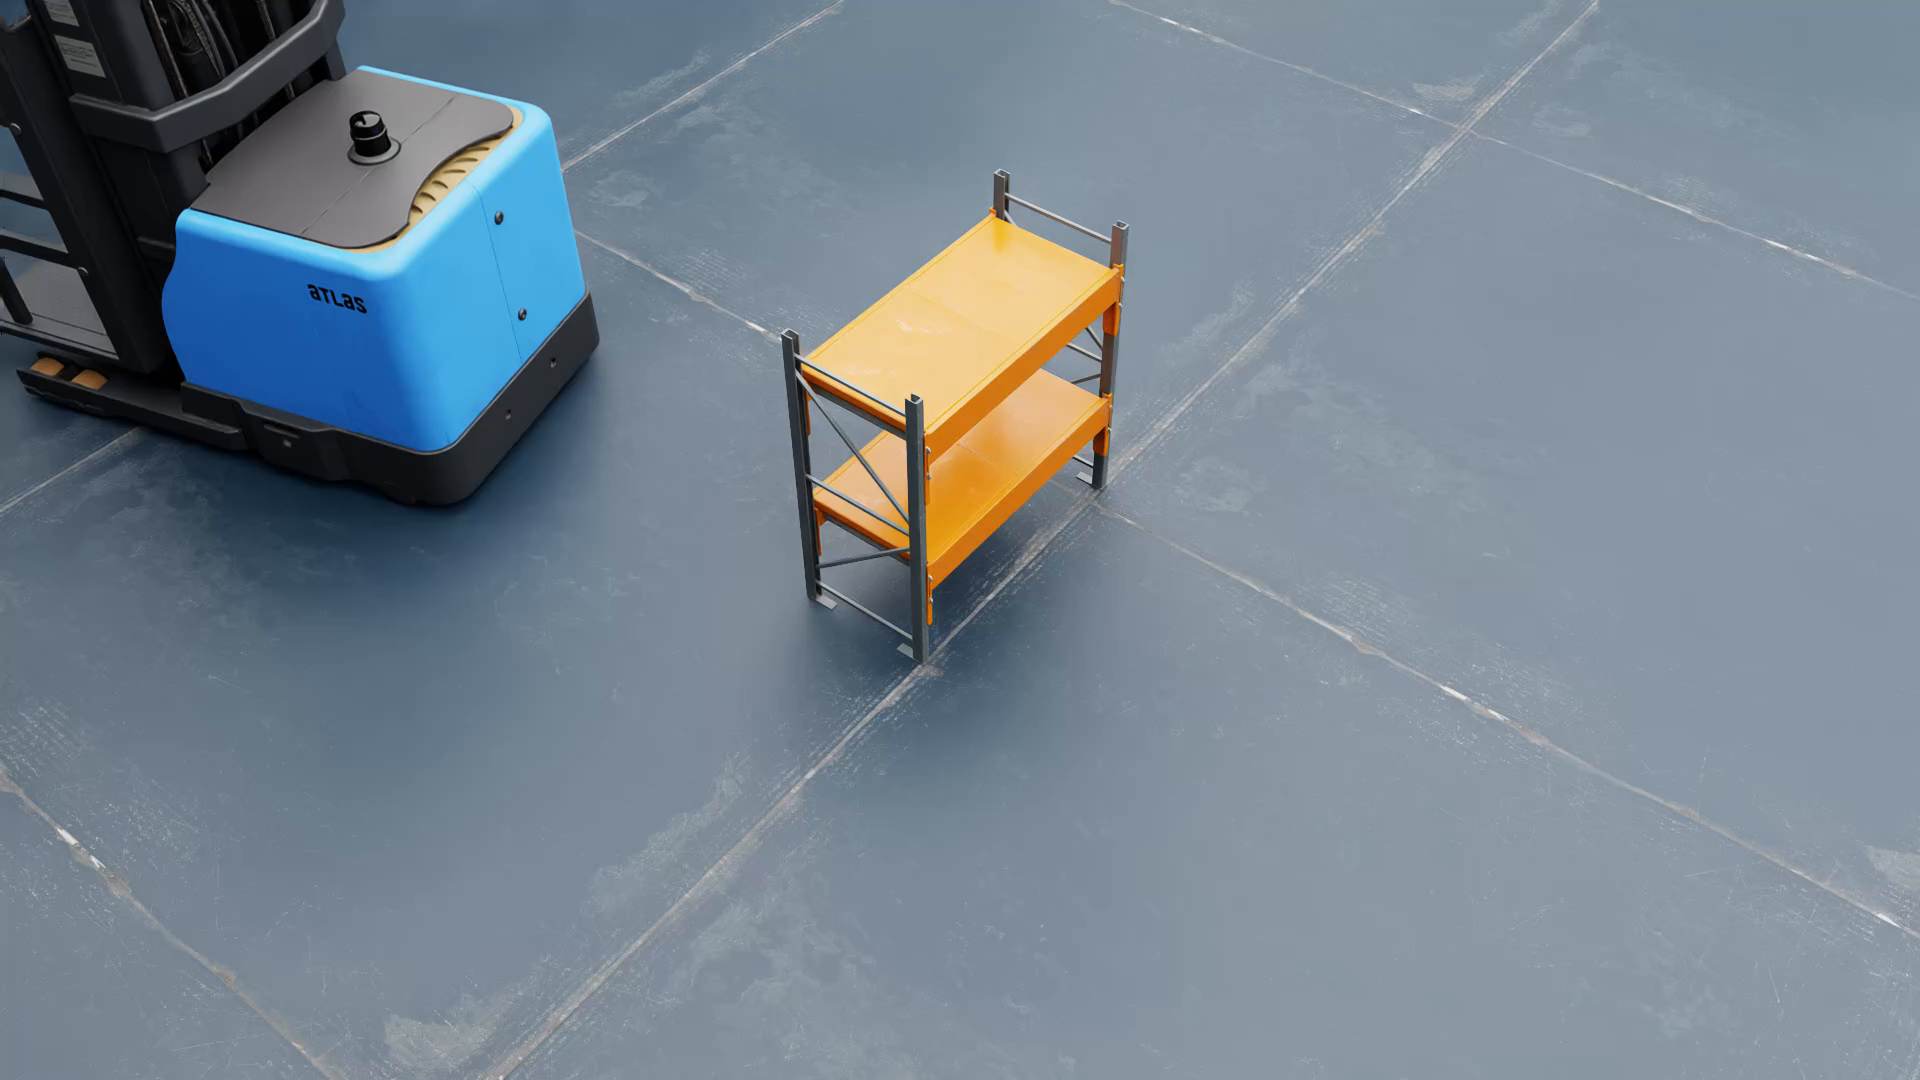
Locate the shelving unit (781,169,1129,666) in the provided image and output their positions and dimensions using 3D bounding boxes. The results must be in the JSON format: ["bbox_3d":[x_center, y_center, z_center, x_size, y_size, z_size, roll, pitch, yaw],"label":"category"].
[{"bbox_3d":[0.004,-0.392,5.347,0.538,1.125,1.048,29,53,25],"label":"shelving unit"}]

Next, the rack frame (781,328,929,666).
[{"bbox_3d":[-0.307,-0.102,5.069,0.500,1.125,0.032,29,53,25],"label":"rack frame"}]

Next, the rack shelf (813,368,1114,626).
[{"bbox_3d":[0.004,-0.224,5.524,0.538,0.278,1.000,29,53,25],"label":"rack shelf"}]

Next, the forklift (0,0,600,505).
[{"bbox_3d":[-2.953,-1.817,5.459,3.031,2.935,1.130,16,48,15],"label":"forklift"}]

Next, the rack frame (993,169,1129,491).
[{"bbox_3d":[0.315,-0.683,5.625,0.500,1.125,0.032,29,53,25],"label":"rack frame"}]

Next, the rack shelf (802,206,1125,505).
[{"bbox_3d":[0.004,-0.595,5.135,0.538,0.278,1.000,29,53,25],"label":"rack shelf"}]
